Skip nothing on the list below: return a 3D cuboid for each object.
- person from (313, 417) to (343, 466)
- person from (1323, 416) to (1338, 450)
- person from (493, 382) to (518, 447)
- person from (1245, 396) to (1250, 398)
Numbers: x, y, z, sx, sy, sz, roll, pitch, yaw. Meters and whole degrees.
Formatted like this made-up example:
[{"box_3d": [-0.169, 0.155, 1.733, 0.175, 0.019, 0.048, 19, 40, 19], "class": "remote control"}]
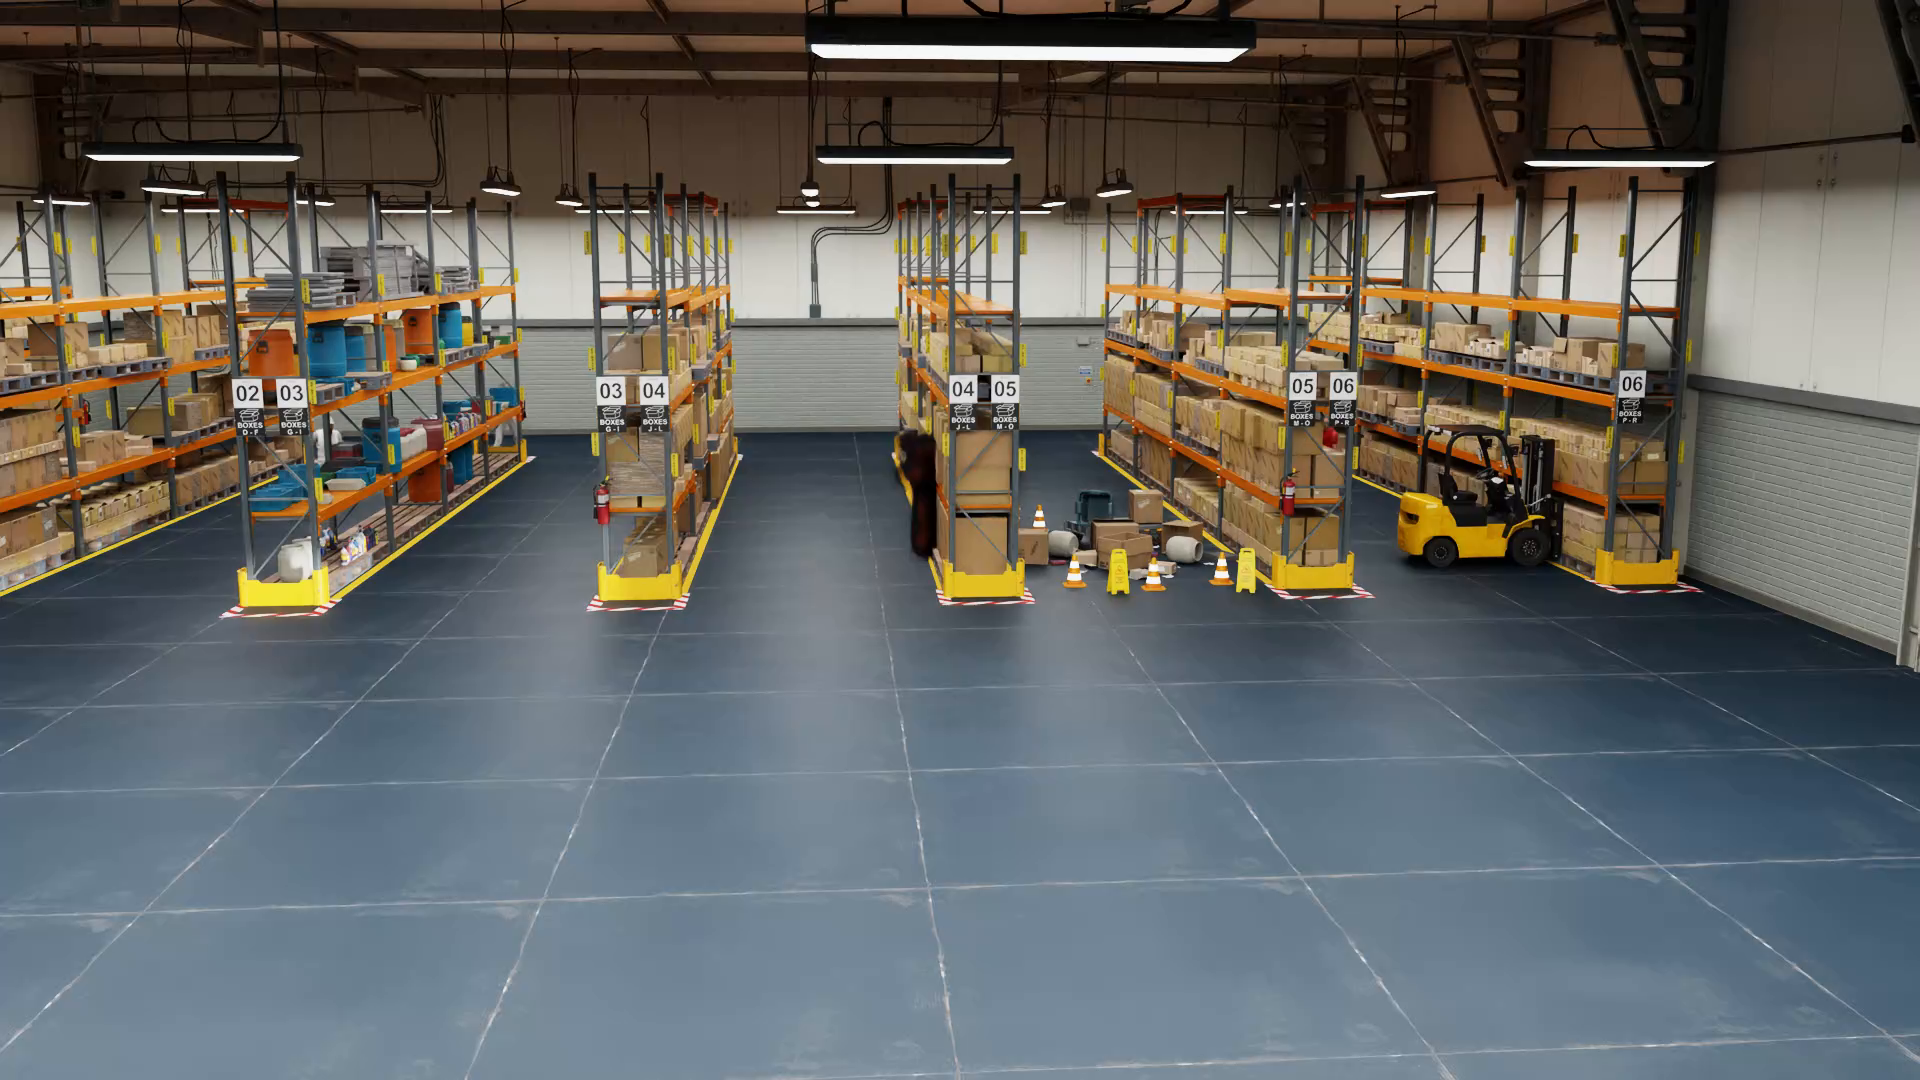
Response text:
[{"box_3d": [-12.353, -1.515, 32.494, 0.773, 1.799, 0.878, -1, 10, -4], "class": "person"}, {"box_3d": [7.213, -1.564, 32.579, 0.379, 1.731, 0.574, 0, 10, 3], "class": "person"}, {"box_3d": [-11.170, -3.032, 40.821, 0.667, 1.698, 1.014, 3, 10, 17], "class": "person"}, {"box_3d": [6.810, -2.728, 39.608, 0.353, 1.616, 0.474, -4, 11, -19], "class": "person"}]
